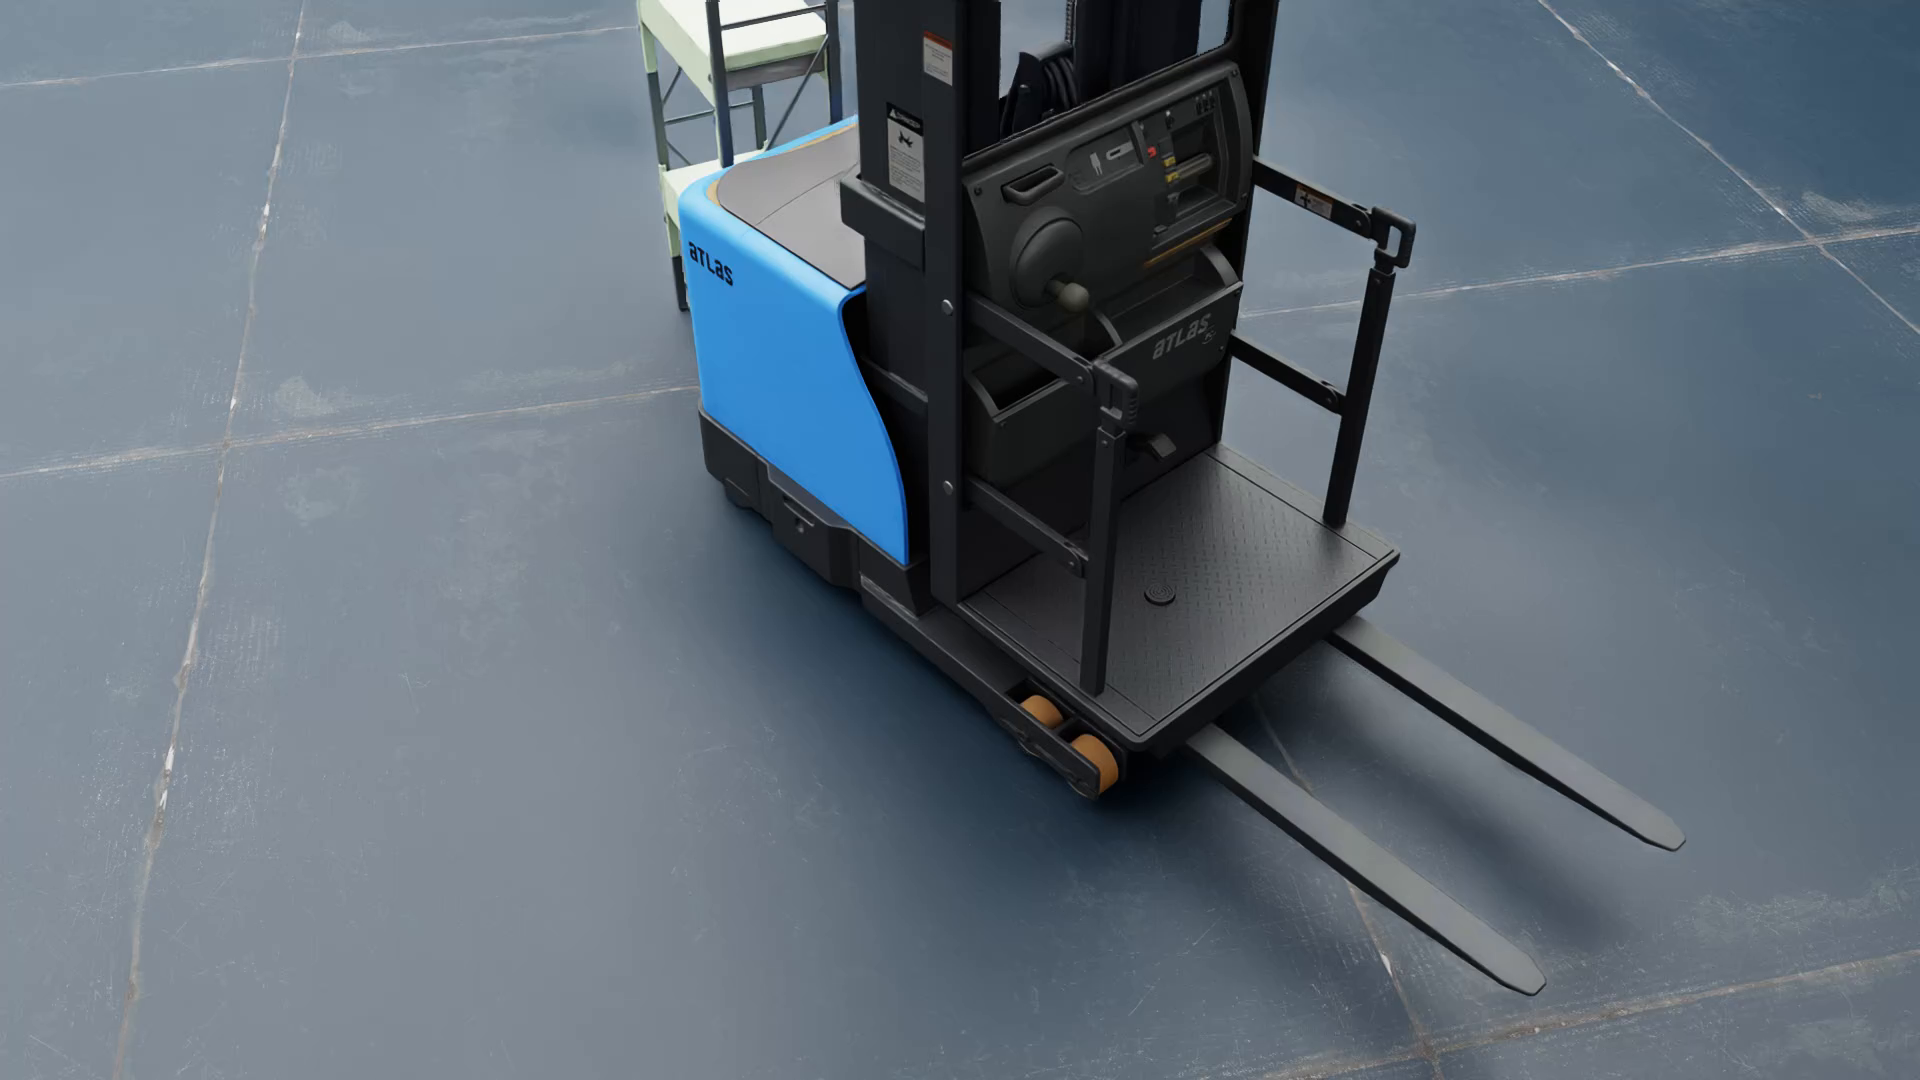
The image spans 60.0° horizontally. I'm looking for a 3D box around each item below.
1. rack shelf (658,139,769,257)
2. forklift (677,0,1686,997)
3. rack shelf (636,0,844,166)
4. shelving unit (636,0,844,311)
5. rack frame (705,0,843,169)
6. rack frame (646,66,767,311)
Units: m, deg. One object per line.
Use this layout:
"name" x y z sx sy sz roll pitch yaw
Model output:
"rack shelf" -0.710 -1.022 5.763 0.431 0.370 0.720 -18 45 -20
"forklift" 0.527 -0.793 3.936 1.130 2.935 3.031 -31 50 -30
"rack shelf" -0.710 -1.558 5.288 0.431 0.370 0.720 -18 45 -20
"shelving unit" -0.710 -1.266 5.547 0.431 1.500 0.755 -18 45 -20
"rack frame" -0.547 -1.049 5.302 0.400 1.500 0.023 -18 45 -20
"rack frame" -0.874 -1.484 5.792 0.400 1.500 0.023 -18 45 -20
